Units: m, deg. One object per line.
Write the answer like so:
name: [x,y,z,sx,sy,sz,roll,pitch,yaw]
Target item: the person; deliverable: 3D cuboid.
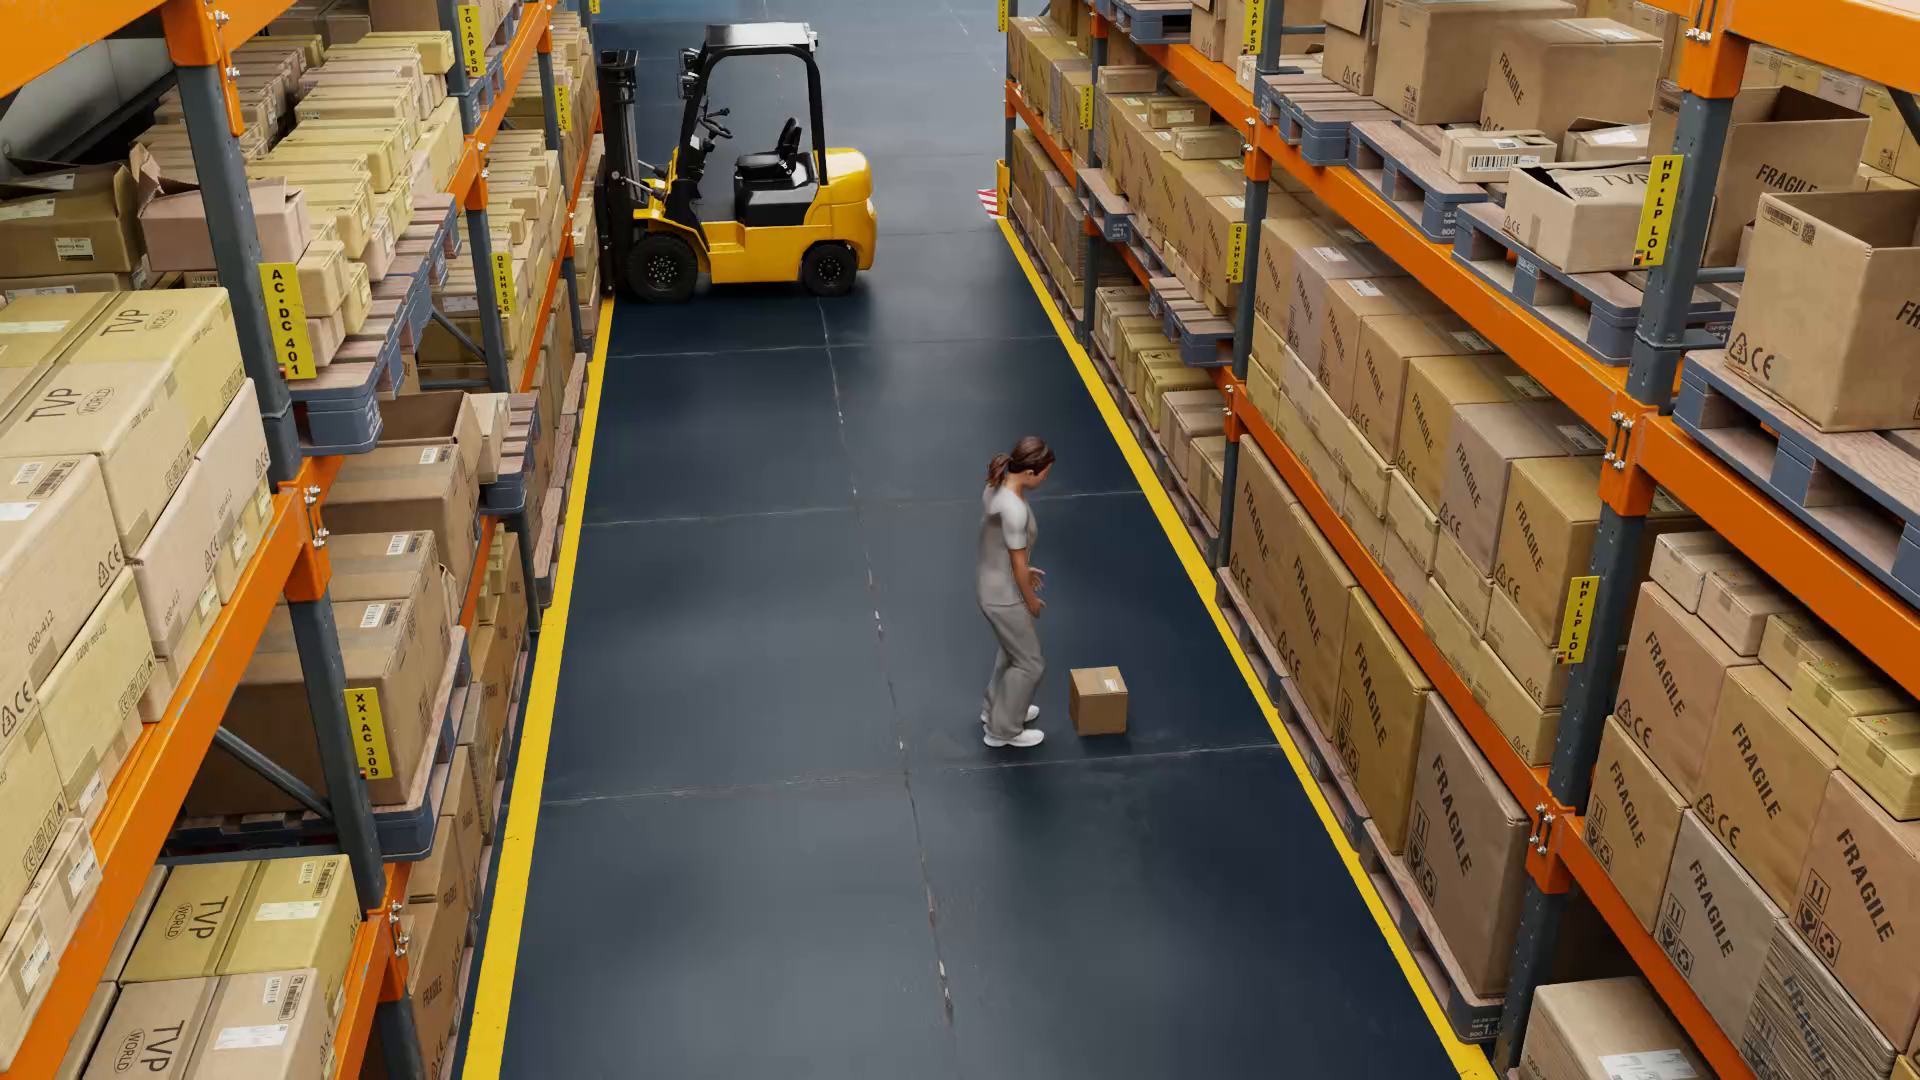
person: [0.258,0.246,8.209,0.388,1.625,0.461,-3,27,-6]
